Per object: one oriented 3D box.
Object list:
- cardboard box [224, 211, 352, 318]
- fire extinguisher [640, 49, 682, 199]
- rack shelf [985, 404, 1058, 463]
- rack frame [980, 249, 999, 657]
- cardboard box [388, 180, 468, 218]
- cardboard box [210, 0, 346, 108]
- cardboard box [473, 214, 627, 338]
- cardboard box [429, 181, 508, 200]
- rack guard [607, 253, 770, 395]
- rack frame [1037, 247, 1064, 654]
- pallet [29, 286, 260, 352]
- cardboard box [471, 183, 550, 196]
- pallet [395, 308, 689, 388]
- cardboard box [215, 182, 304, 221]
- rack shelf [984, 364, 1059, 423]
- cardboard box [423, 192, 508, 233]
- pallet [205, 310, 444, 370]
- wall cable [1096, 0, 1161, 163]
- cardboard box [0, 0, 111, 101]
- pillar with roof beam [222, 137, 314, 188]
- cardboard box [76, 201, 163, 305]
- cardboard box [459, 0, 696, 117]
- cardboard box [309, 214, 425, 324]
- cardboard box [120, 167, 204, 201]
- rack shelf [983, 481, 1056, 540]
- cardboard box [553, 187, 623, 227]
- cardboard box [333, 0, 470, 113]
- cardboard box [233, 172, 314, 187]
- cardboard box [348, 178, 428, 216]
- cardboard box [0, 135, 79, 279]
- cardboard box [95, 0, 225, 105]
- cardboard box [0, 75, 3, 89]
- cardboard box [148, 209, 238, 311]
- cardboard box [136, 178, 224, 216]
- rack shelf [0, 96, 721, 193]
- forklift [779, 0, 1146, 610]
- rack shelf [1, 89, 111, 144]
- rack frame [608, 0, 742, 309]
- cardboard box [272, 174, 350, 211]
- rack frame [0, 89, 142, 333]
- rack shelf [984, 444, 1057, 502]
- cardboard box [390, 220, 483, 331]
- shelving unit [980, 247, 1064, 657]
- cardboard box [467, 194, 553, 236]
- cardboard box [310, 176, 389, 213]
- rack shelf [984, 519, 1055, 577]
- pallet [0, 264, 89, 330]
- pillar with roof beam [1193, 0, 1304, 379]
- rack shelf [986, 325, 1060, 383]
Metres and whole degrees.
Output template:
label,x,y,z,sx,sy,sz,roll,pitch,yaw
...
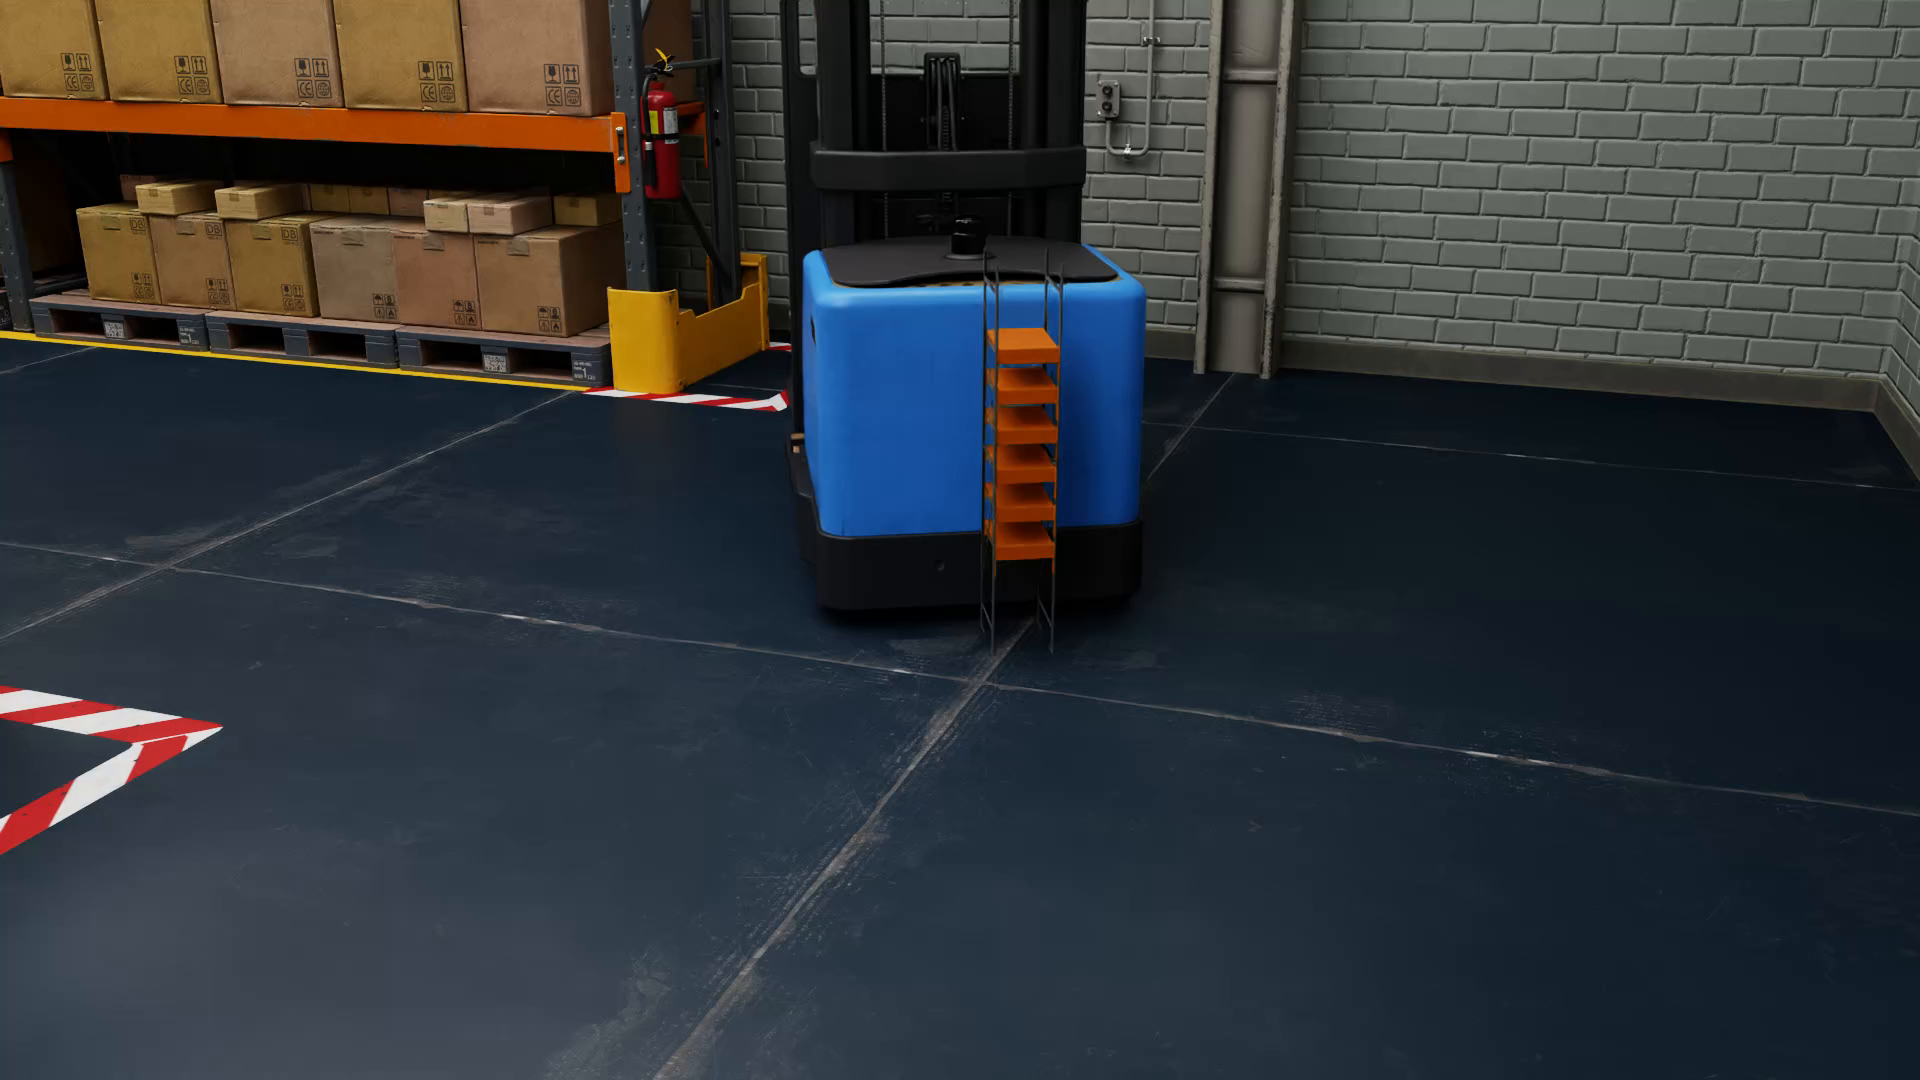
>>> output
label,x,y,z,sx,sy,sz,roll,pitch,yaw
cardboard box,-3.547,-1.548,9.119,0.500,0.500,0.700,7,20,19
fire extinguisher,-1.408,-1.950,7.796,0.183,0.674,0.296,7,20,18
rack shelf,0.177,-0.320,4.929,0.180,0.103,0.258,-3,21,-8
rack frame,0.086,-0.246,4.944,0.006,1.200,0.240,-3,21,-8
cardboard box,-2.865,-1.848,8.996,0.250,0.149,0.380,7,20,19
cardboard box,-3.292,-2.676,8.740,0.700,0.700,0.980,6,20,15
cardboard box,-2.093,-1.384,8.650,0.500,0.500,0.700,7,20,18
cardboard box,-2.625,-1.821,8.918,0.250,0.149,0.380,7,20,19
rack guard,-1.377,-1.139,8.584,0.348,0.500,1.175,7,20,18
rack frame,0.268,-0.254,4.969,0.006,1.200,0.240,-3,21,-8
pallet,-4.485,-1.331,9.574,1.213,0.211,1.003,7,20,18
cardboard box,-2.388,-1.794,8.840,0.250,0.149,0.380,7,20,18
pallet,-2.180,-1.067,8.817,1.213,0.211,1.003,7,20,18
cardboard box,-3.748,-1.816,8.902,0.250,0.149,0.380,6,20,17
rack shelf,0.178,-0.432,4.886,0.180,0.103,0.258,-3,21,-8
cardboard box,-2.516,-1.675,8.499,0.250,0.149,0.380,7,20,20
pallet,-3.329,-1.200,9.197,1.213,0.211,1.003,7,20,18
wall cable,0.121,-2.958,8.460,1.851,1.984,0.084,7,20,18
cardboard box,-4.671,-2.832,9.188,0.700,0.700,0.980,7,20,19
pillar with roof beam,-5.645,-4.442,5.147,0.400,9.000,9.100,7,20,18
cardboard box,-4.505,-1.659,9.439,0.500,0.500,0.700,7,20,19
cardboard box,-1.884,-2.516,8.280,0.700,0.700,0.980,7,21,21
cardboard box,-3.041,-1.493,8.961,0.500,0.500,0.700,6,20,16
cardboard box,-4.577,-2.043,9.554,0.250,0.149,0.380,6,20,18
rack shelf,0.176,-0.097,5.016,0.180,0.103,0.258,-3,21,-8
cardboard box,-1.910,-1.739,8.683,0.250,0.149,0.380,7,20,18
cardboard box,-2.575,-2.591,8.496,0.700,0.700,0.980,6,20,18
cardboard box,-3.829,-1.959,9.312,0.250,0.149,0.380,6,20,16
cardboard box,-3.108,-1.876,9.075,0.250,0.149,0.380,7,20,19
cardboard box,-5.834,-1.967,9.790,0.750,0.750,0.750,7,20,19
cardboard box,-3.983,-2.751,8.957,0.700,0.700,0.980,6,20,17
cardboard box,-5.590,-2.593,9.310,0.250,0.149,0.380,7,20,19
cardboard box,-4.032,-1.604,9.280,0.500,0.500,0.700,6,20,18
cardboard box,-4.241,-1.872,9.063,0.250,0.149,0.380,7,20,20
rack shelf,-3.289,-2.198,8.919,4.000,0.370,1.077,7,20,18
forklift,-0.130,-1.608,6.236,1.130,2.935,3.031,-3,19,-8
rack shelf,-7.067,-2.630,10.158,4.000,0.370,1.077,7,20,18
rack frame,-1.399,-2.322,8.180,0.127,3.000,1.000,7,20,18
cardboard box,-3.591,-1.931,9.233,0.250,0.149,0.380,7,20,19
rack frame,-5.178,-2.754,9.420,0.127,3.000,1.000,7,20,18
rack shelf,0.177,-0.209,4.973,0.180,0.103,0.258,-3,21,-8
cardboard box,-2.566,-1.438,8.805,0.500,0.500,0.700,6,20,18
shelving unit,0.177,-0.250,4.957,0.189,1.200,0.258,-3,21,-8
cardboard box,-2.274,-1.648,8.421,0.250,0.149,0.380,6,20,17
cardboard box,-3.347,-1.903,9.154,0.250,0.149,0.380,6,20,17
rack shelf,0.176,0.015,5.059,0.180,0.103,0.258,-3,21,-8
pallet,-5.931,-1.497,10.051,1.213,0.211,1.003,7,20,18
pillar with roof beam,0.022,-3.794,3.288,0.400,9.000,9.100,7,20,18
rack shelf,0.178,-0.544,4.842,0.180,0.103,0.258,-3,21,-8
